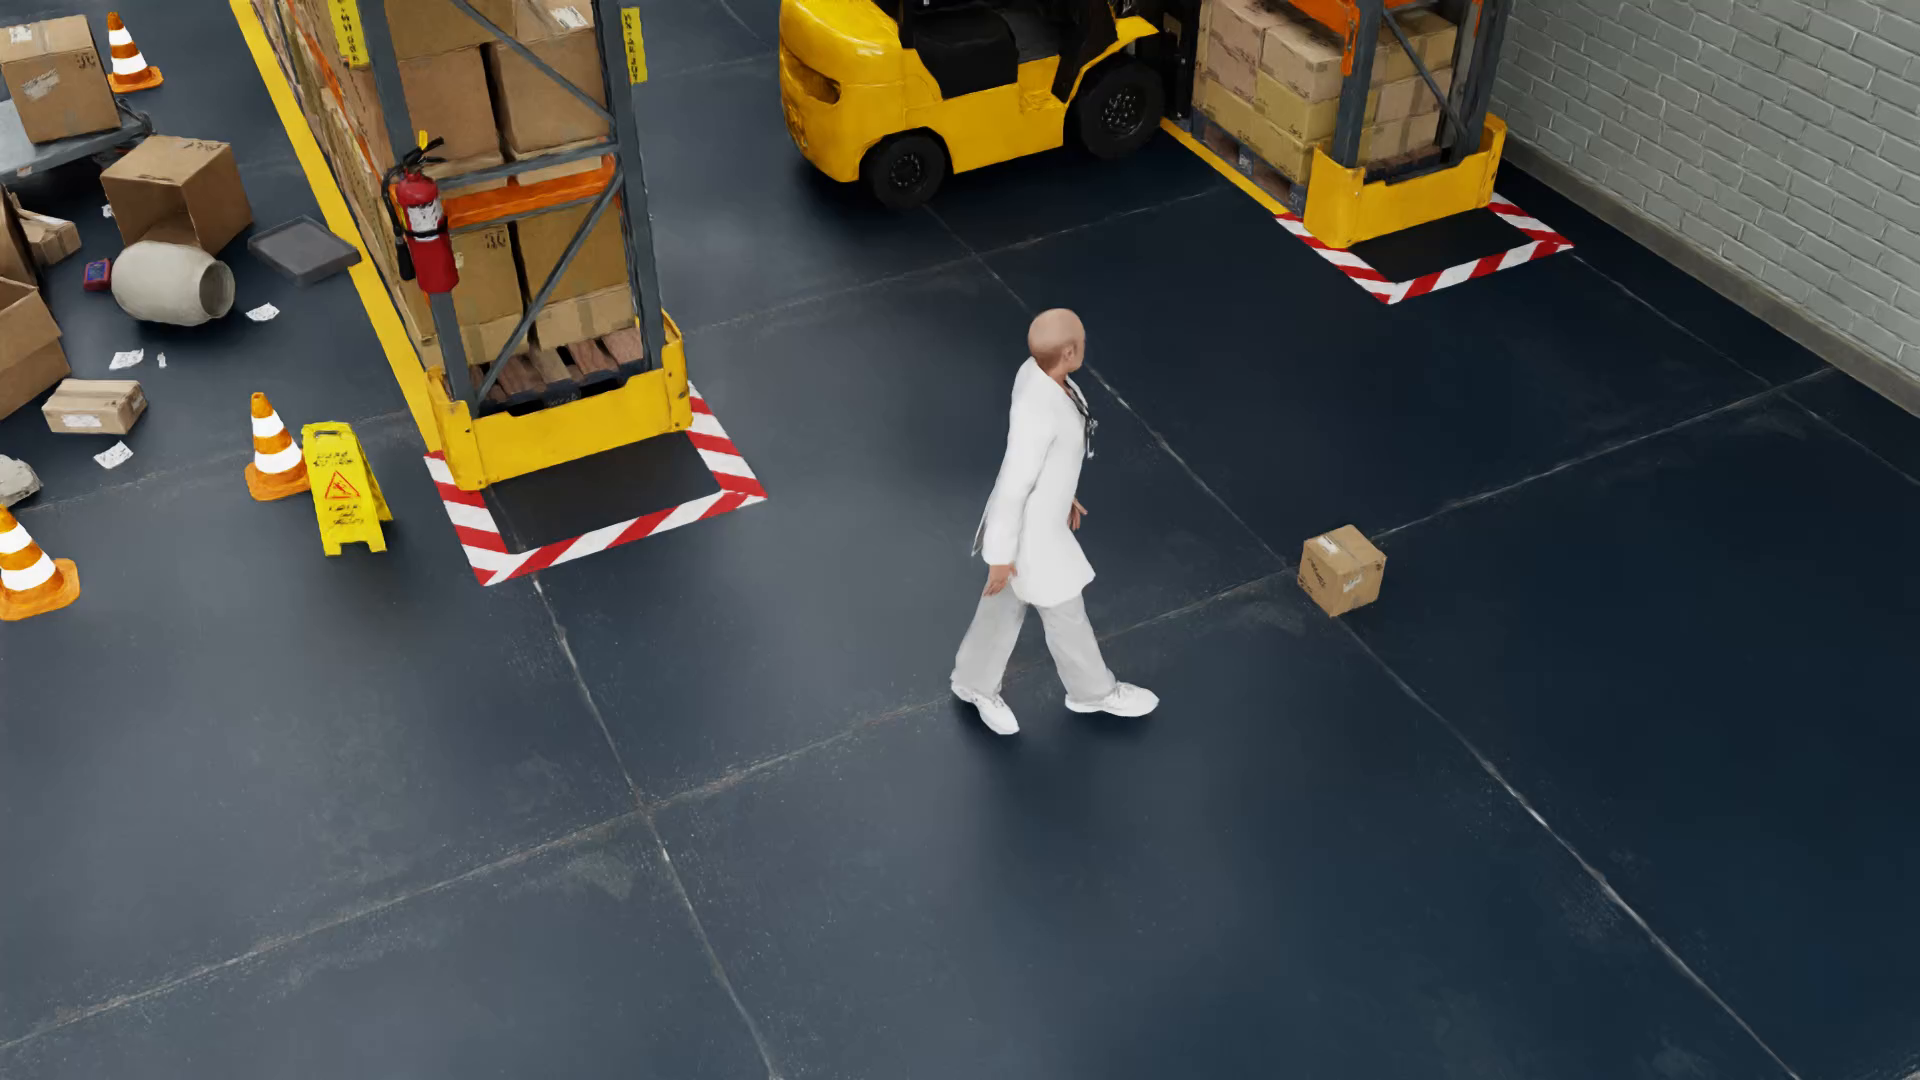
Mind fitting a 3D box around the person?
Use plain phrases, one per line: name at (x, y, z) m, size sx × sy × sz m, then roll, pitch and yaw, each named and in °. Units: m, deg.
person at (0.384, -0.057, 6.235) m, size 0.841 × 1.757 × 0.653 m, roll 3°, pitch 41°, yaw 3°
